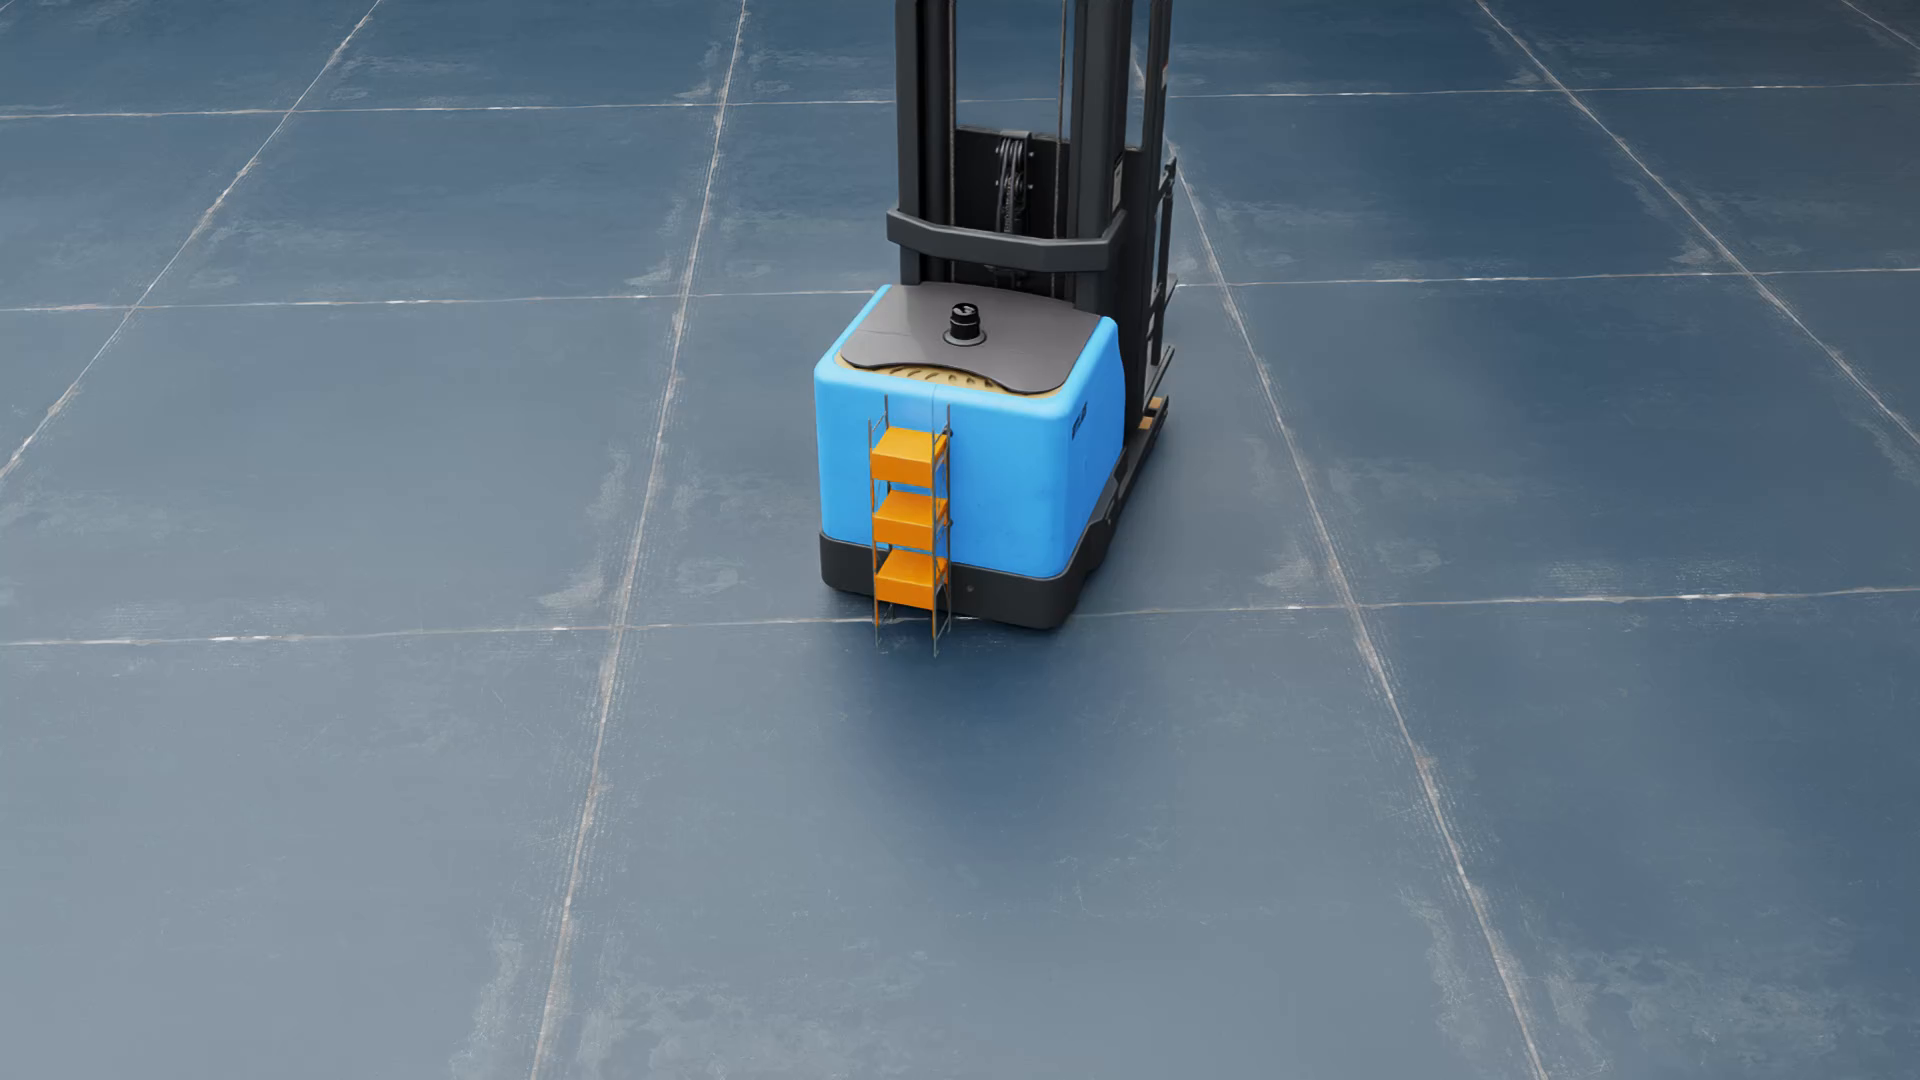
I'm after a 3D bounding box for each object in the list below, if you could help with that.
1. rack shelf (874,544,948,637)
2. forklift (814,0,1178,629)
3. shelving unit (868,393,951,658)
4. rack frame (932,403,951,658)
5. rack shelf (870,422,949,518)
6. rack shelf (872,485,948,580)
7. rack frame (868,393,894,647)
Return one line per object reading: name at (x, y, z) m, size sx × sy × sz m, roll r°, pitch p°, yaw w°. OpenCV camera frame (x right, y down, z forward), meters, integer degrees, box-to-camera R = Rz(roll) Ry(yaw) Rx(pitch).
rack shelf at (-0.185, 0.199, 6.548) m, size 0.240 × 0.259 × 0.215 m, roll 10°, pitch 36°, yaw 14°
forklift at (0.369, -1.688, 7.113) m, size 1.130 × 2.935 × 3.031 m, roll 11°, pitch 36°, yaw 15°
shelving unit at (-0.185, -0.039, 6.383) m, size 0.252 × 1.050 × 0.215 m, roll 10°, pitch 36°, yaw 14°
rack frame at (-0.069, -0.018, 6.353) m, size 0.008 × 1.050 × 0.200 m, roll 10°, pitch 36°, yaw 14°
rack shelf at (-0.185, -0.263, 6.228) m, size 0.240 × 0.259 × 0.215 m, roll 10°, pitch 36°, yaw 14°
rack shelf at (-0.185, -0.030, 6.389) m, size 0.240 × 0.259 × 0.215 m, roll 10°, pitch 36°, yaw 14°
rack frame at (-0.302, -0.059, 6.413) m, size 0.008 × 1.050 × 0.200 m, roll 10°, pitch 36°, yaw 14°
